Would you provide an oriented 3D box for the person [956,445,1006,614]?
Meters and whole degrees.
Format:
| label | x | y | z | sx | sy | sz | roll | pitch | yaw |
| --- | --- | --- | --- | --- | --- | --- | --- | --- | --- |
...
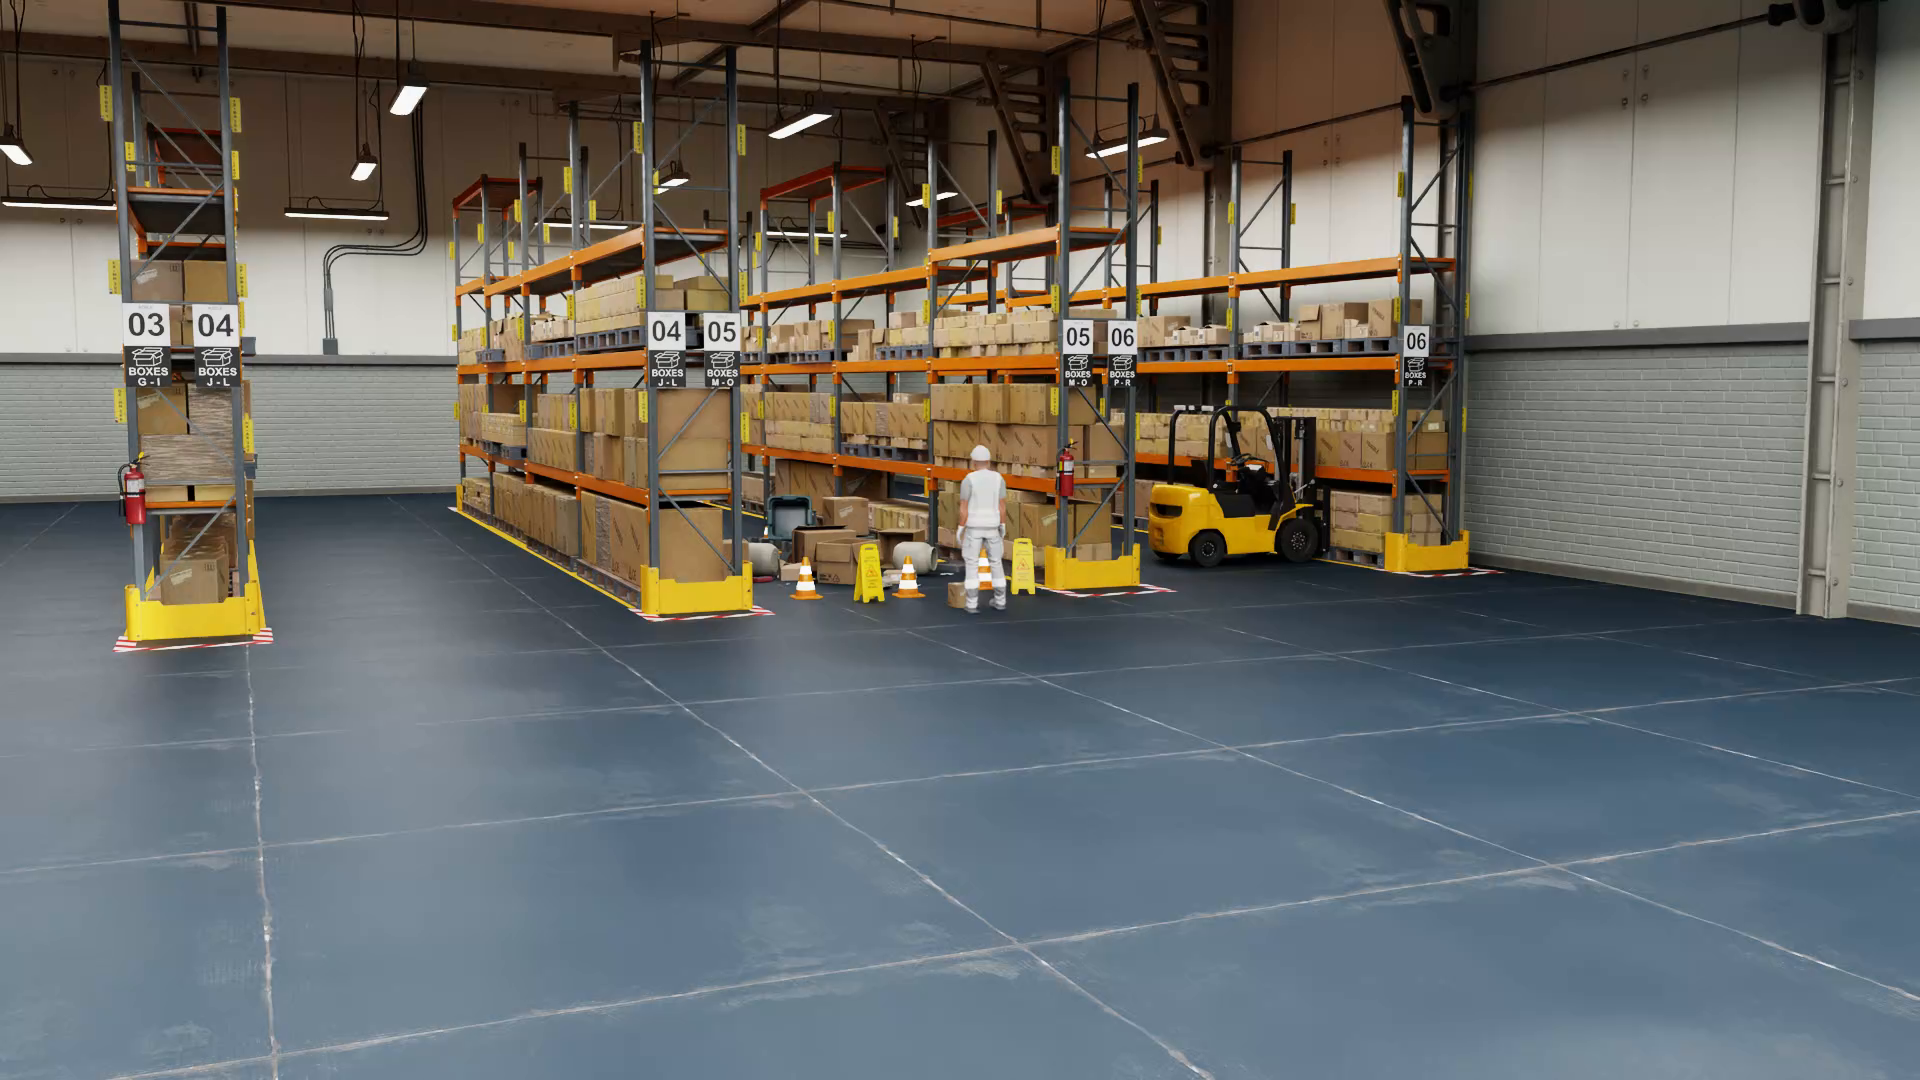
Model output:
| label | x | y | z | sx | sy | sz | roll | pitch | yaw |
| --- | --- | --- | --- | --- | --- | --- | --- | --- | --- |
| person | 0.213 | -0.127 | 17.875 | 0.576 | 1.793 | 0.440 | -2 | 6 | -18 |
